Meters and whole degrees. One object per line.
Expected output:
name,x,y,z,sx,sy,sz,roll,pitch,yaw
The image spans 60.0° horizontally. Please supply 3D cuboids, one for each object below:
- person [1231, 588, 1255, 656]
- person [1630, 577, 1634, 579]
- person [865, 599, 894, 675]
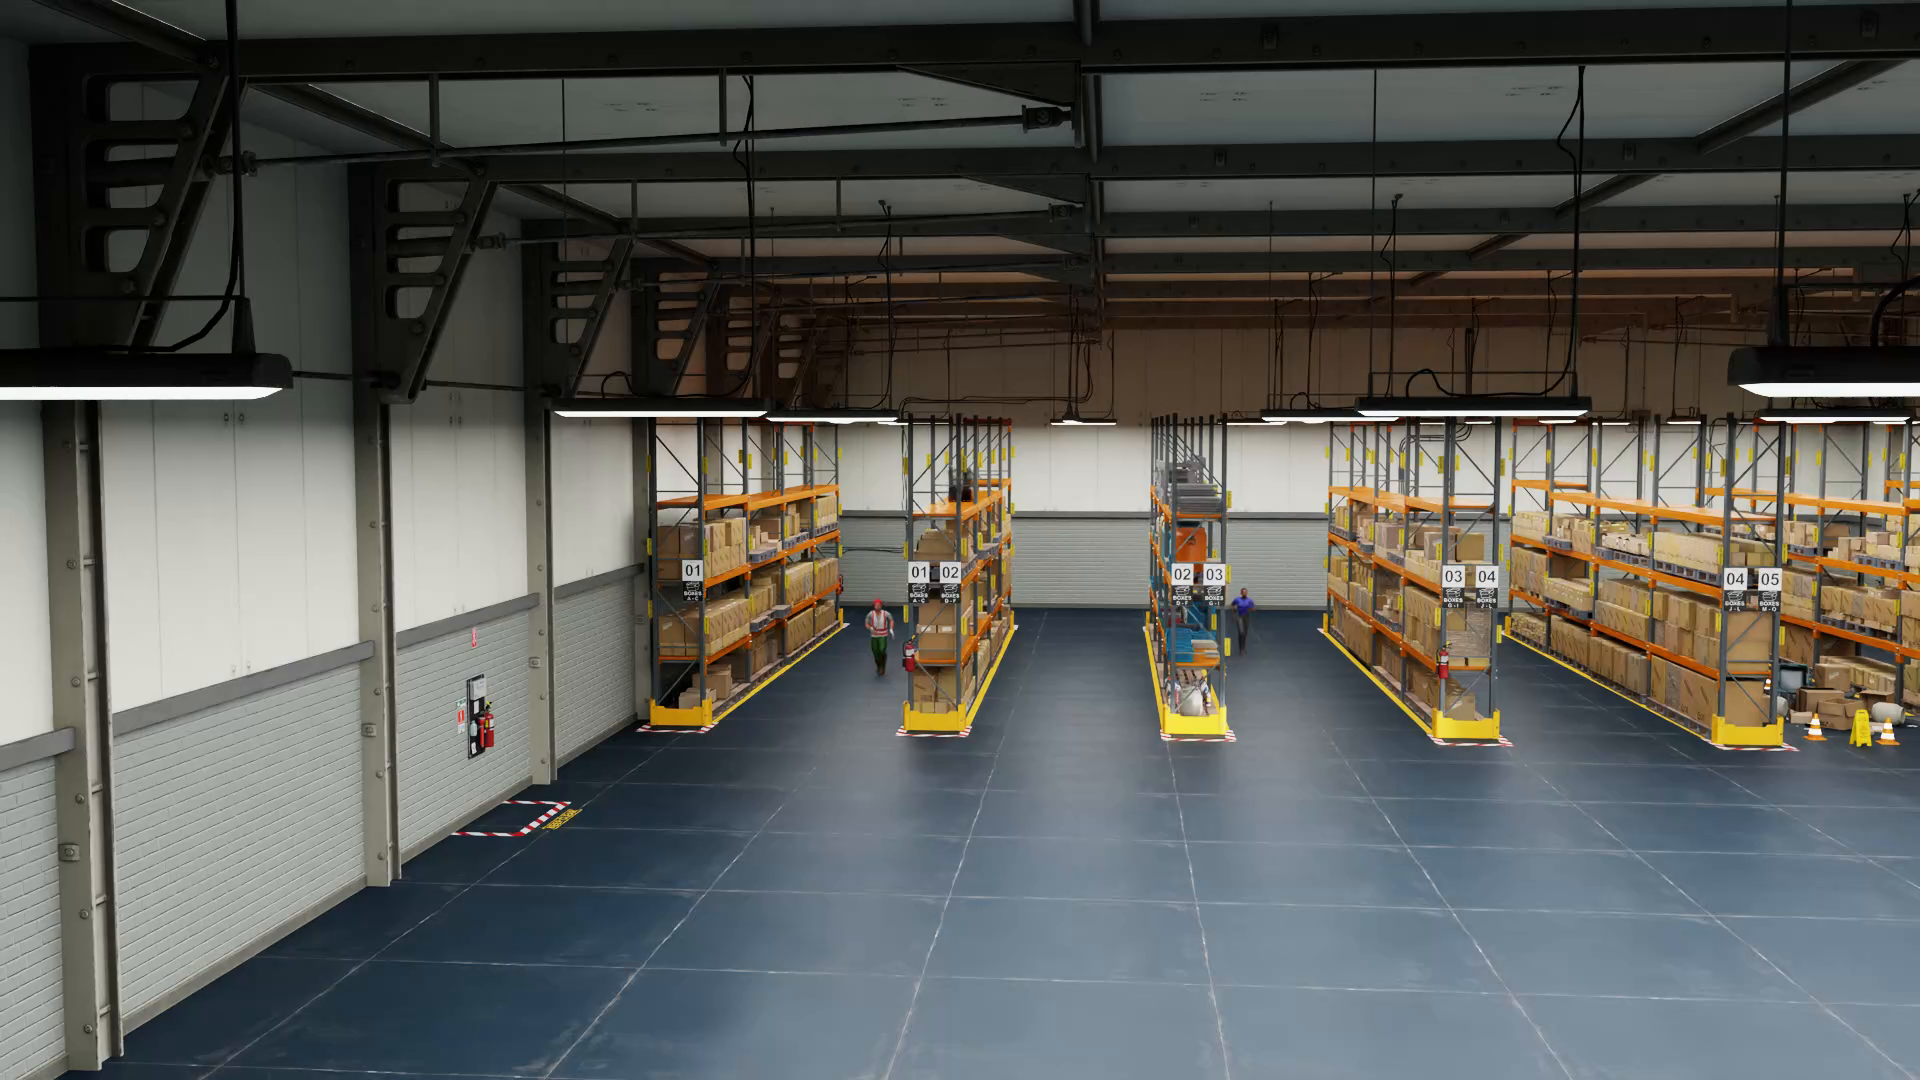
person,7.178,2.062,42.141,0.525,1.715,0.832,0,4,-6
person,17.886,1.867,44.111,0.619,1.730,0.989,-1,4,-14
person,-1.867,2.244,38.449,0.644,1.766,0.776,0,4,6
